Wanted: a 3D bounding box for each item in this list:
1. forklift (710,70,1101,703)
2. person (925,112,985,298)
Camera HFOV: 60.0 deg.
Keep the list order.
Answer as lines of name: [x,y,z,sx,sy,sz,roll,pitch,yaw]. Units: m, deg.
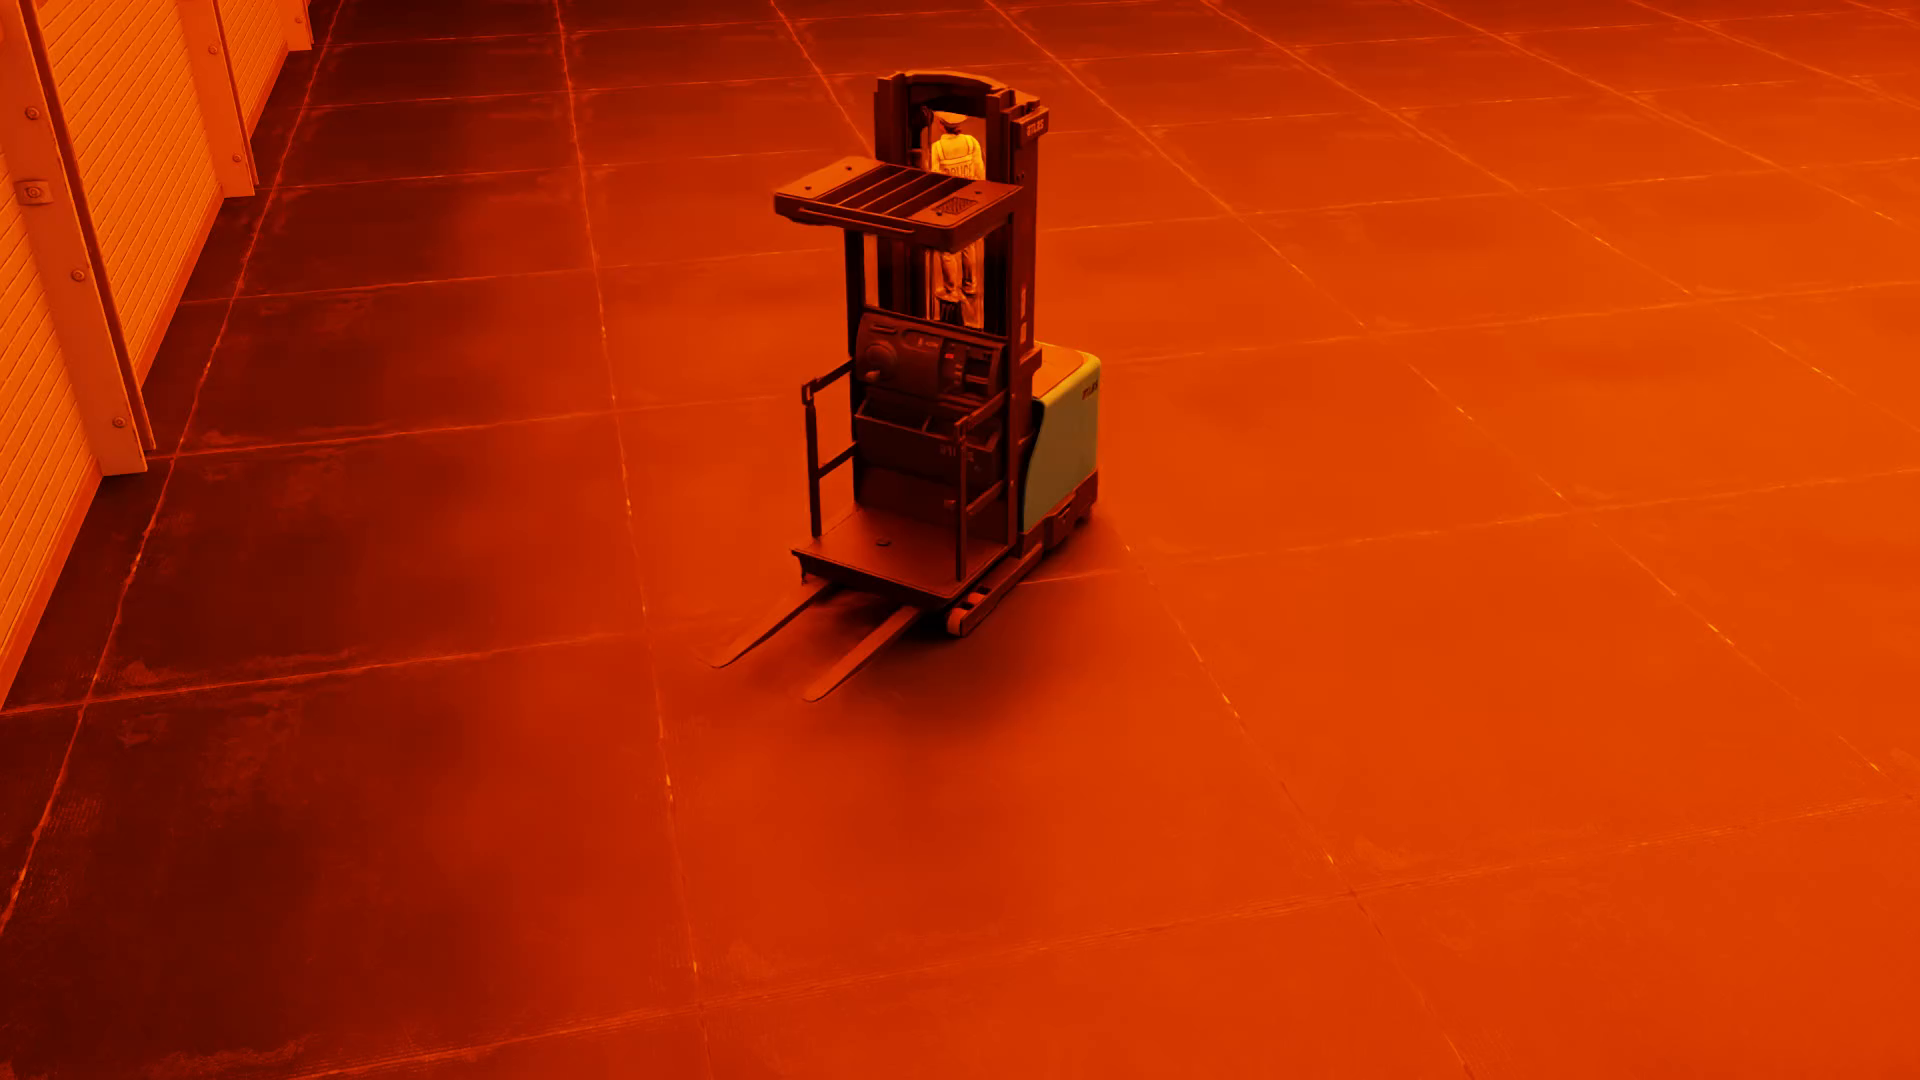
forklift: [-0.288,-0.975,9.258,1.130,2.935,3.031,16,34,26]
person: [-0.088,-2.773,13.584,0.586,1.695,0.532,-12,32,-19]
